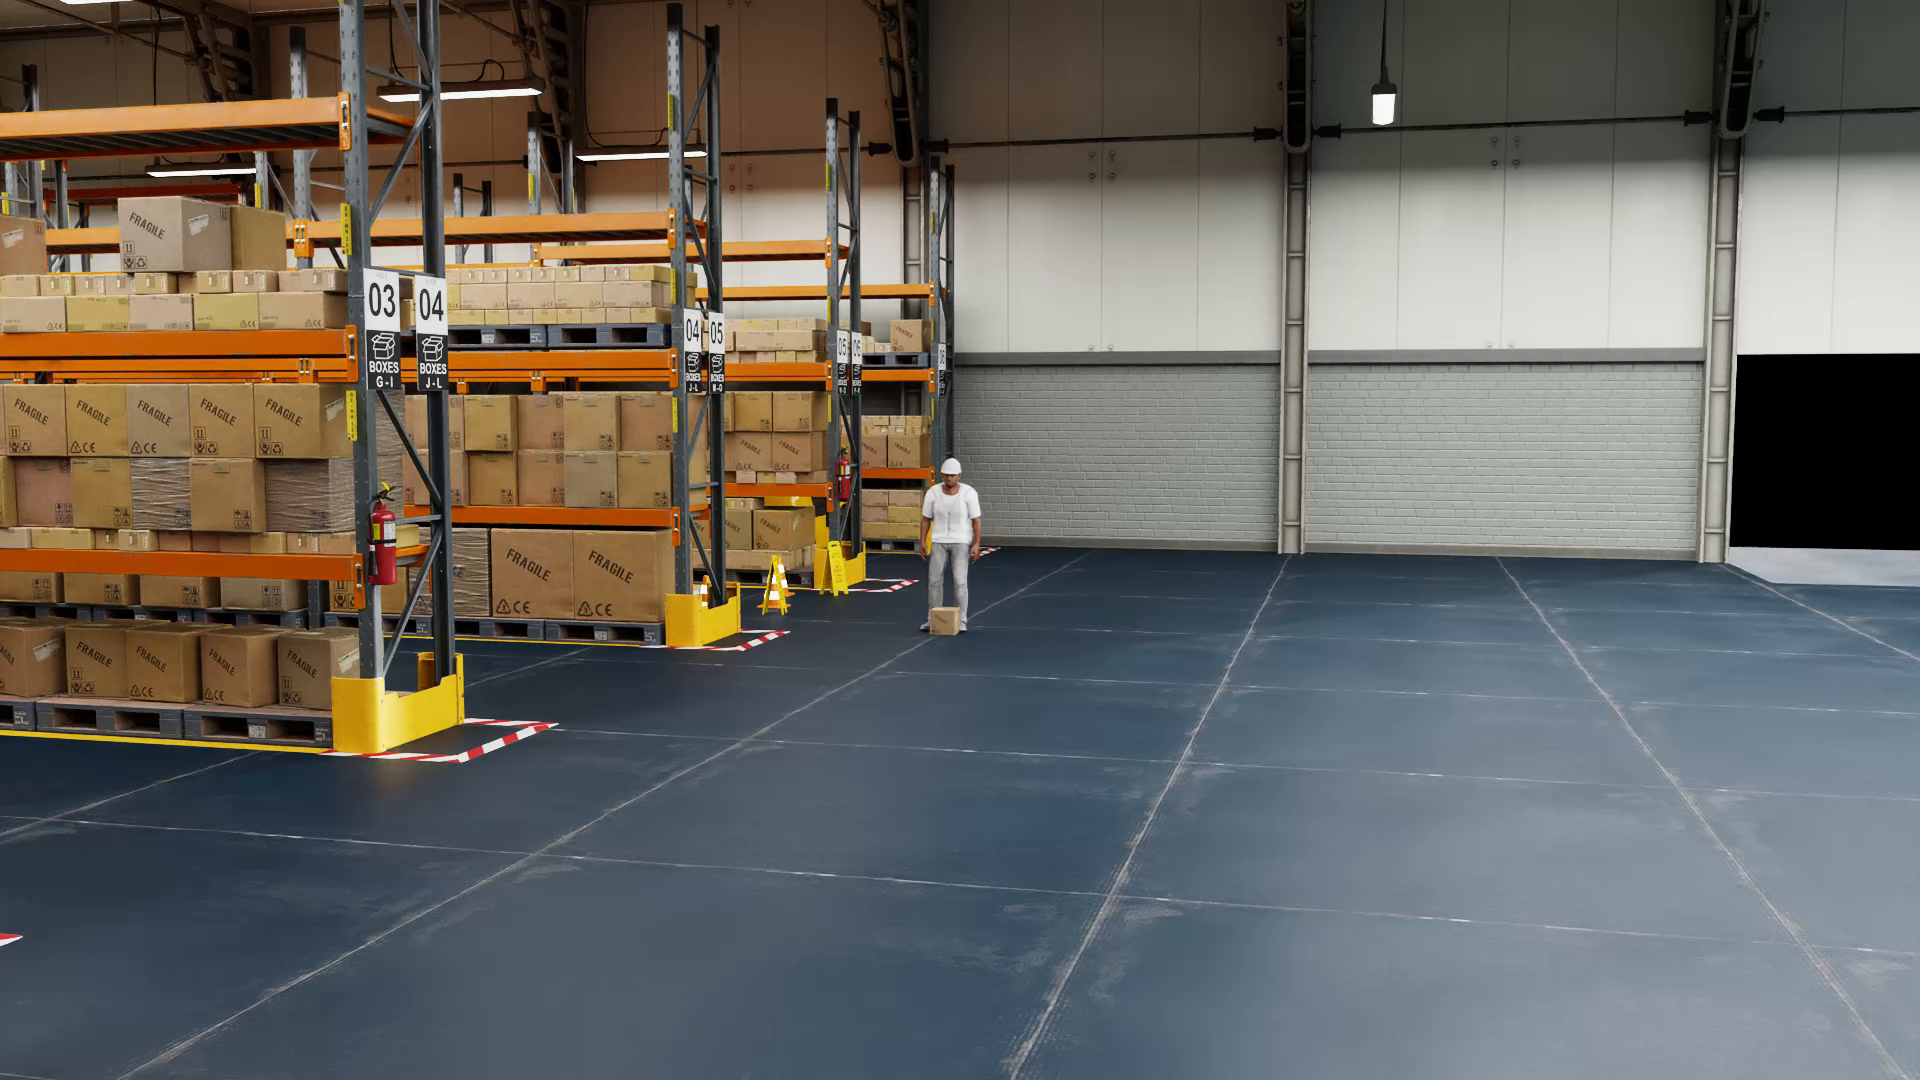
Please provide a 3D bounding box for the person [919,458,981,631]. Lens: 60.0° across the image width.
[{"bbox_3d":[-0.103,0.046,16.884,0.628,1.759,0.461,1,5,11],"label":"person"}]
